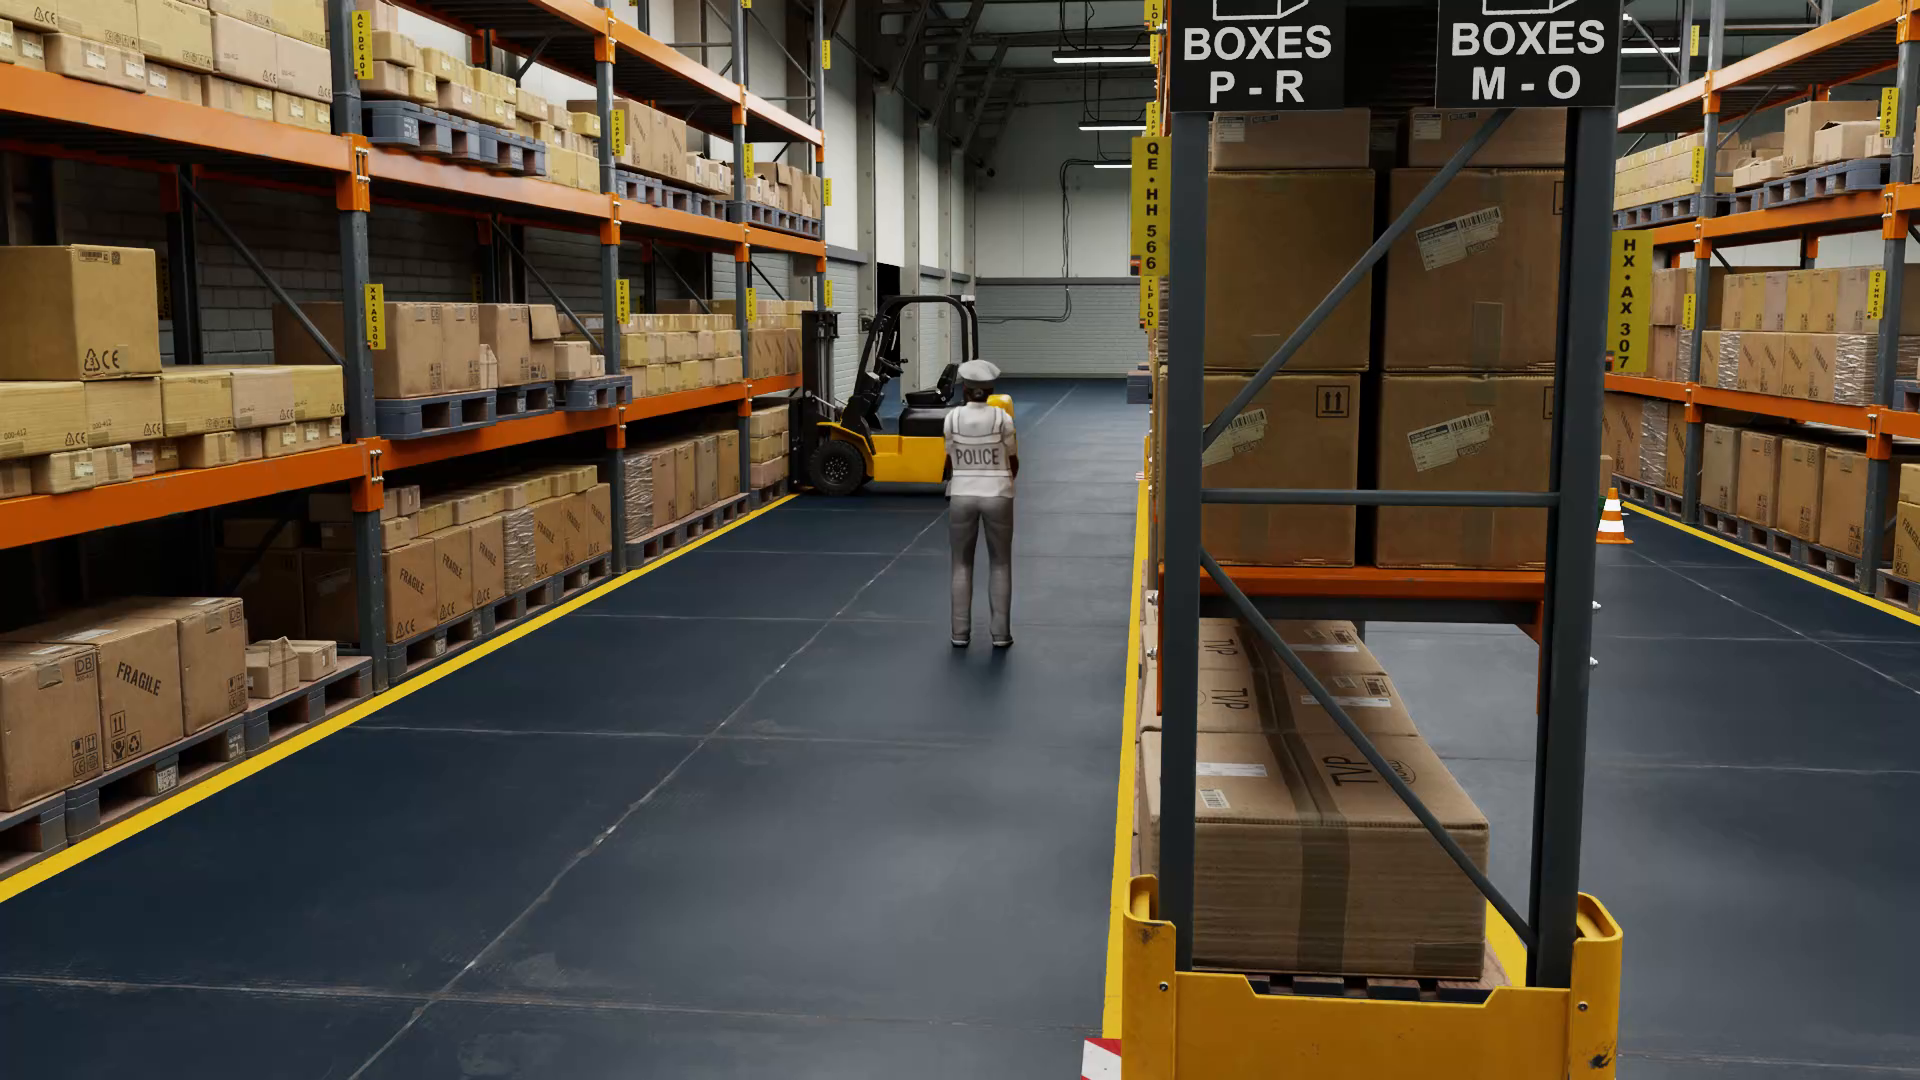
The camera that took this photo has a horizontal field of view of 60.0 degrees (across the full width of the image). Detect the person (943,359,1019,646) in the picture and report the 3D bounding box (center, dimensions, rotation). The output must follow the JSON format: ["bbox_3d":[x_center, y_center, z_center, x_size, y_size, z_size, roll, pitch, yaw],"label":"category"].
[{"bbox_3d":[0.131,-0.223,9.866,0.441,1.692,0.517,1,8,6],"label":"person"}]
